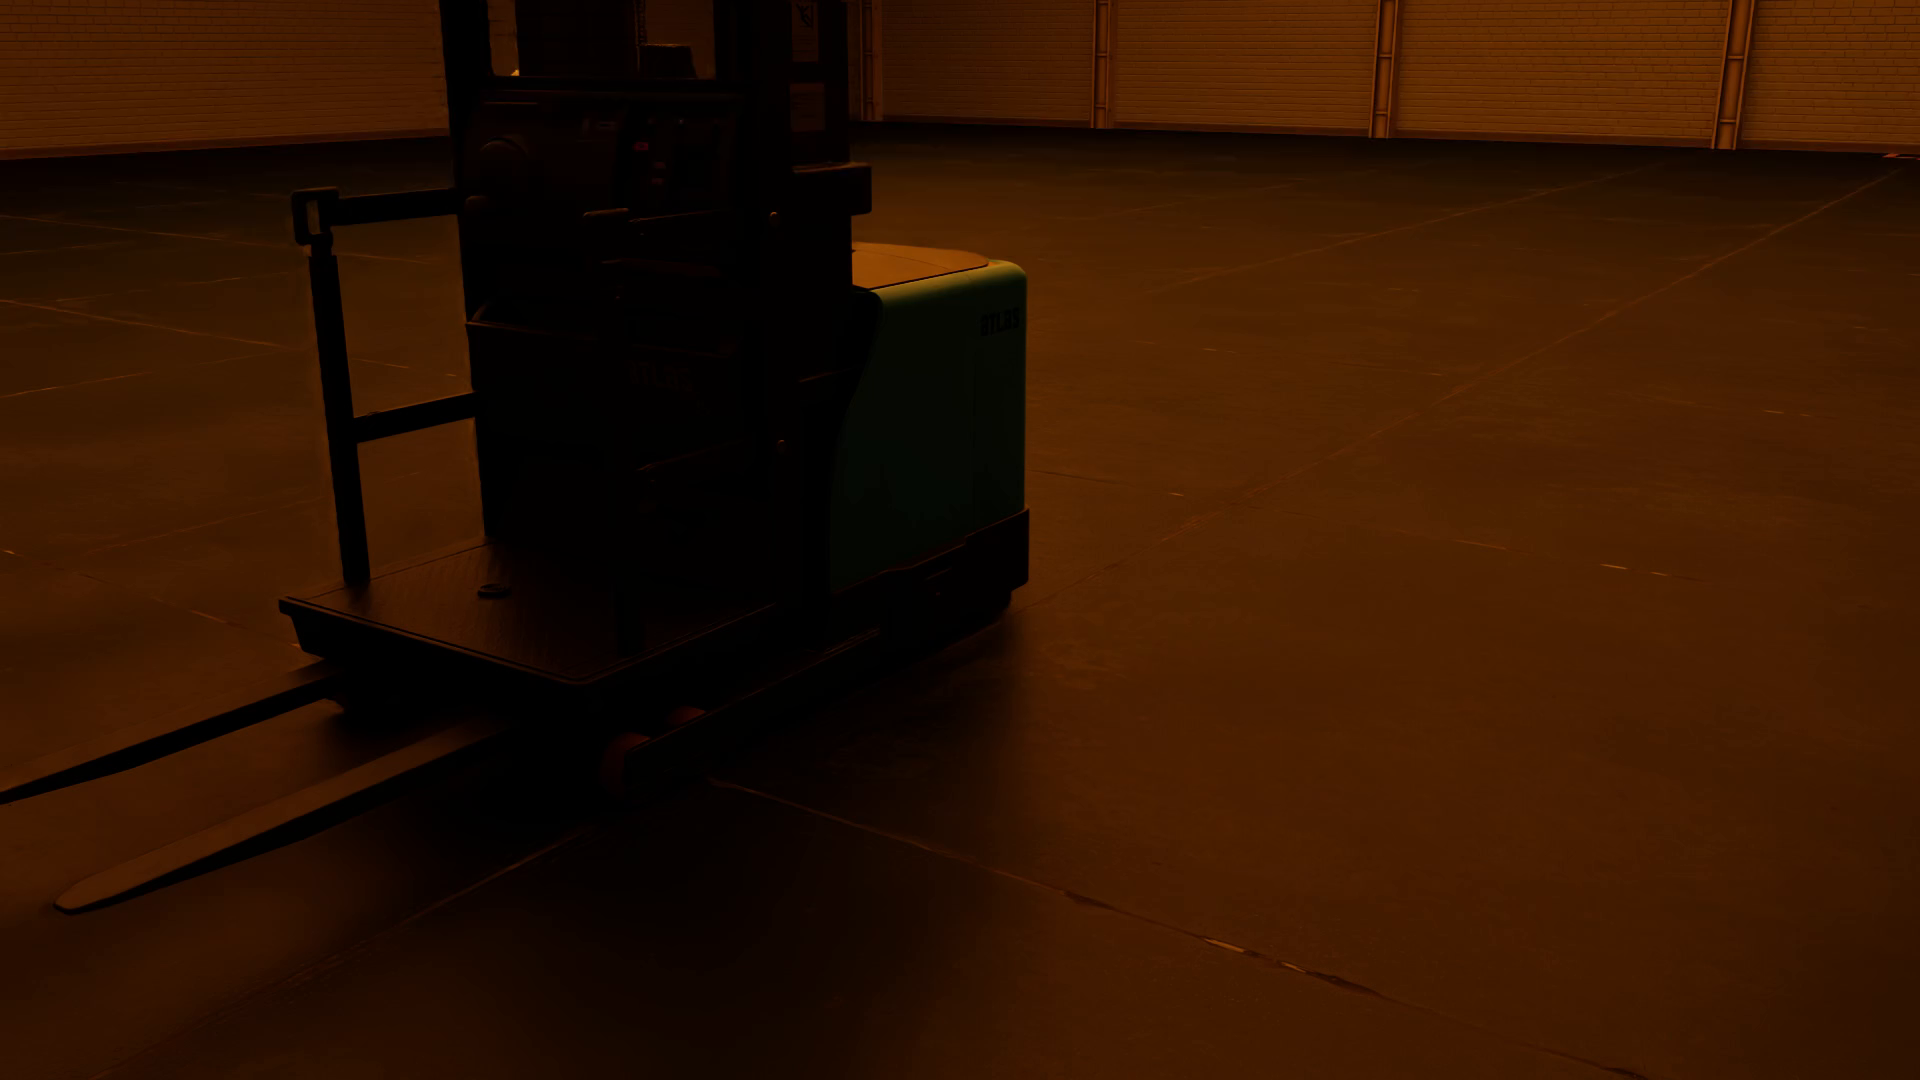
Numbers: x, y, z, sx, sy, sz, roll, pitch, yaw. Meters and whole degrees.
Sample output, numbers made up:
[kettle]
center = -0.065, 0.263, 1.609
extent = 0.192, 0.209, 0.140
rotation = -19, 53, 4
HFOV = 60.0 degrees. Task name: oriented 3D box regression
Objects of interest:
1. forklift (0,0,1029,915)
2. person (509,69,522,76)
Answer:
[forklift]
center = -1.019, -0.942, 3.981
extent = 1.130, 2.935, 3.031
rotation = 11, 20, 32
[person]
center = -1.535, -0.934, 6.464
extent = 0.583, 1.731, 1.147
rotation = -13, 21, -37
